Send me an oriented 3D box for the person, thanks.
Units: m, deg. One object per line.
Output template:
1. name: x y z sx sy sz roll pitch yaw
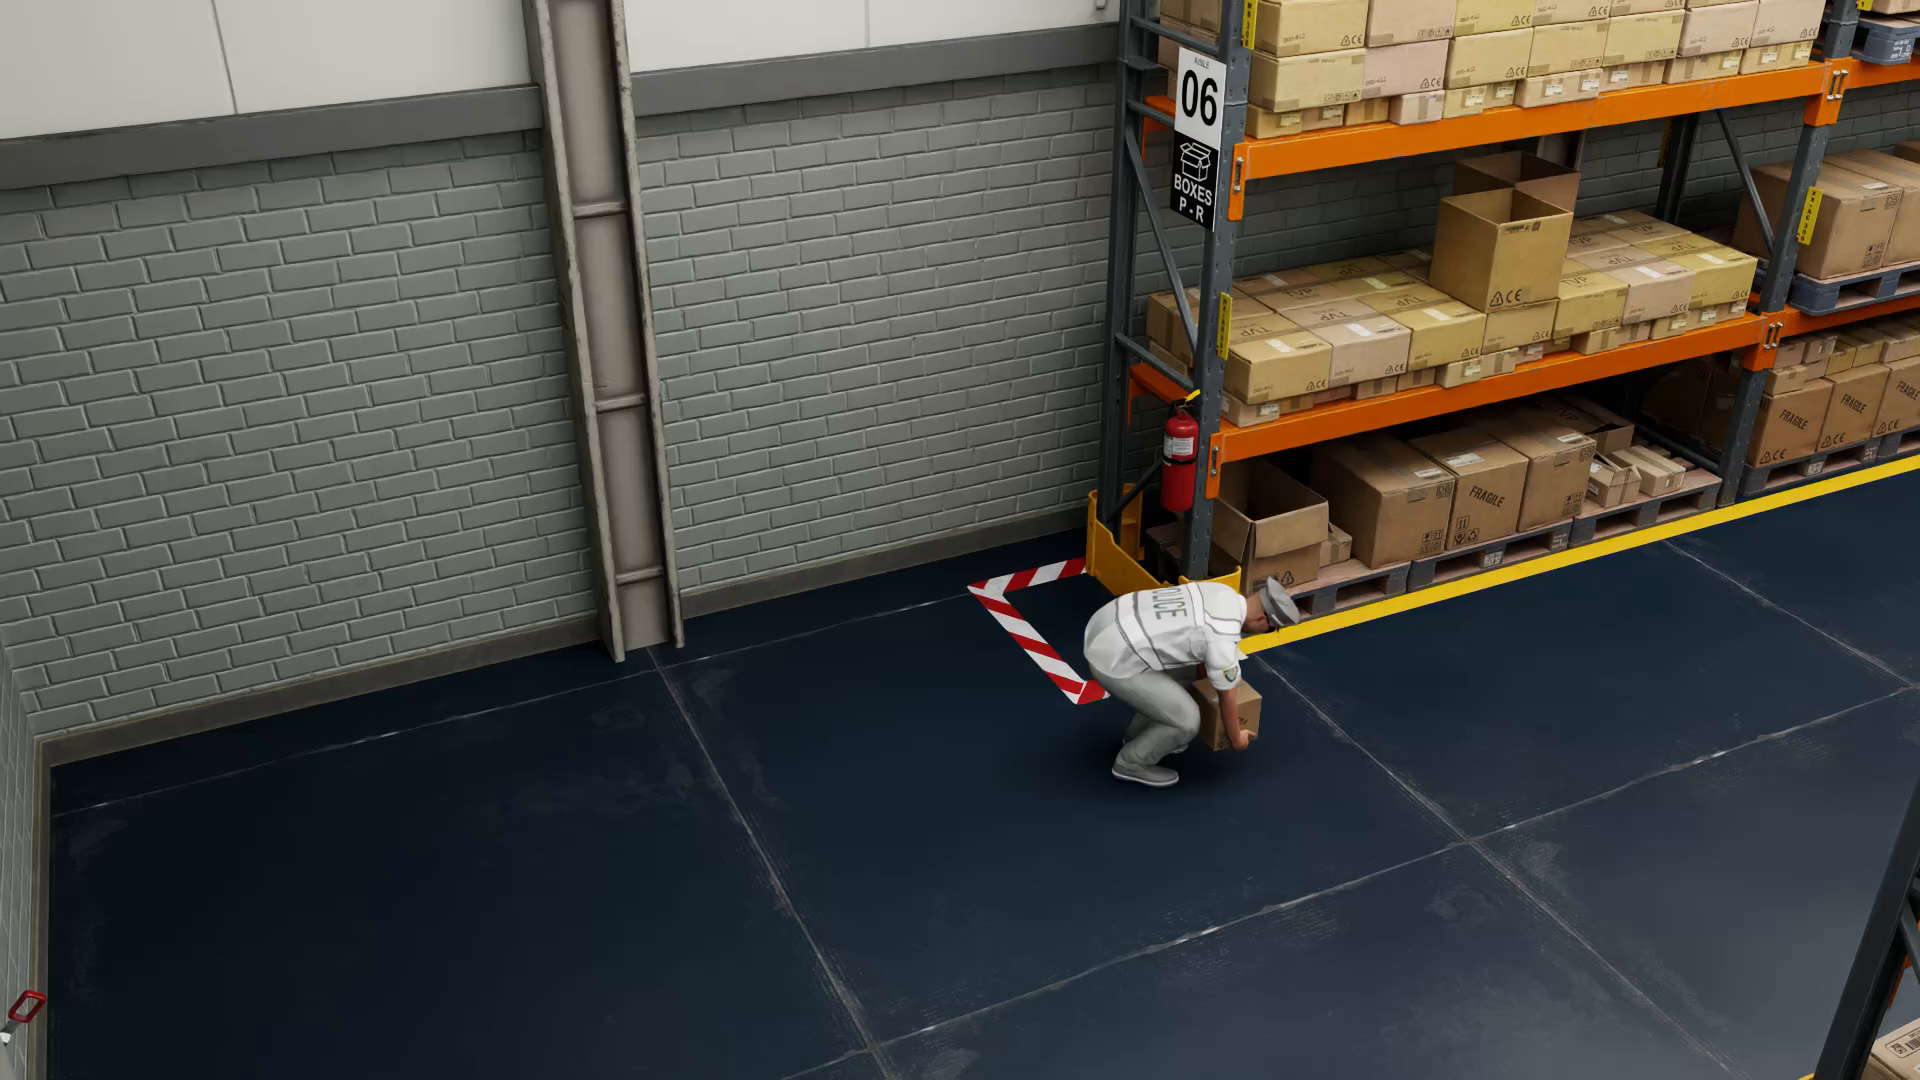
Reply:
1. person: 1.097 0.659 8.007 1.012 1.035 0.545 3 29 5
